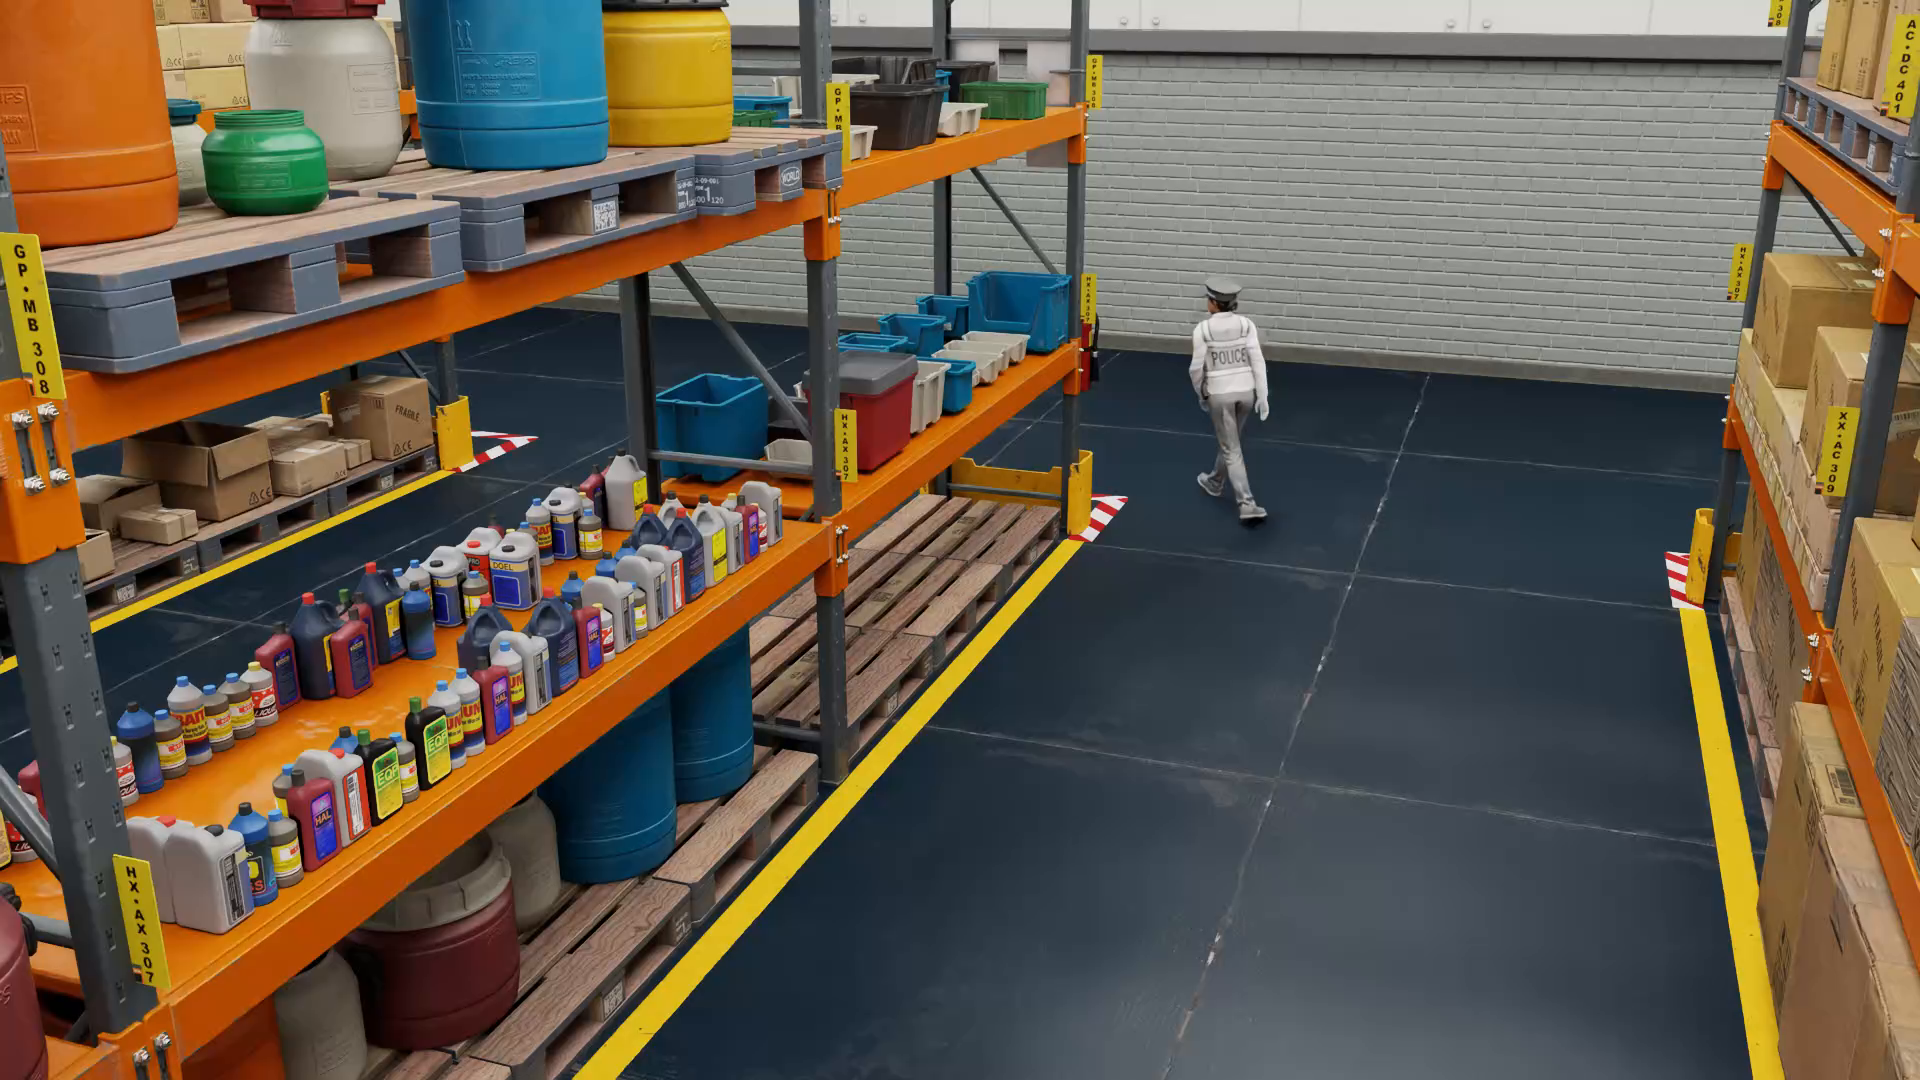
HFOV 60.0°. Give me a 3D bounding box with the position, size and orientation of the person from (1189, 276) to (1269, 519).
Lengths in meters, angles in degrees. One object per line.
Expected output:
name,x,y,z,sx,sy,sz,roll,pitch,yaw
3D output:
person,1.815,-1.008,11.515,0.502,1.618,0.904,-4,19,-12
